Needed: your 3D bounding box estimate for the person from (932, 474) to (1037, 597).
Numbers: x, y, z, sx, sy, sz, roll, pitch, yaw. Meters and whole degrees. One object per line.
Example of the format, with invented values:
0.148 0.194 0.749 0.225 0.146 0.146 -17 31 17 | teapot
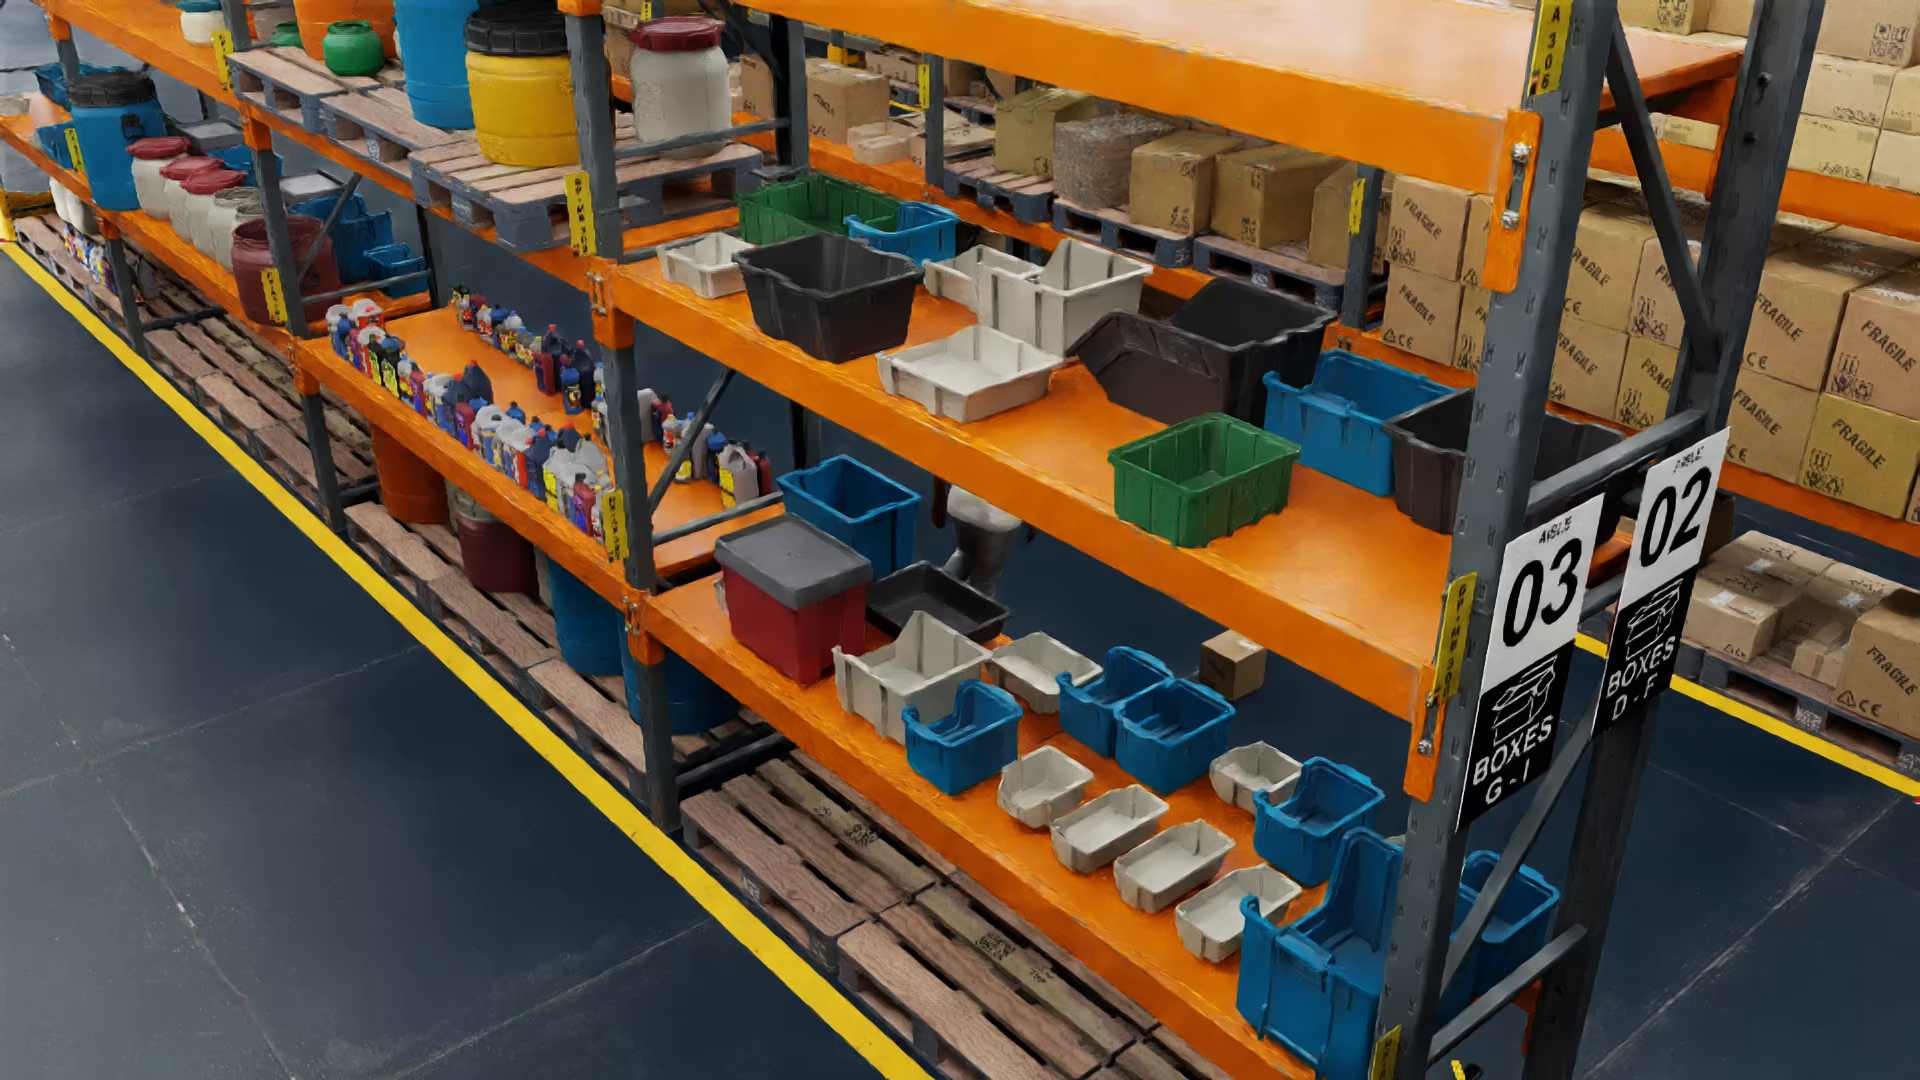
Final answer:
0.127 -0.121 8.824 0.637 1.750 0.500 18 33 30 | person
